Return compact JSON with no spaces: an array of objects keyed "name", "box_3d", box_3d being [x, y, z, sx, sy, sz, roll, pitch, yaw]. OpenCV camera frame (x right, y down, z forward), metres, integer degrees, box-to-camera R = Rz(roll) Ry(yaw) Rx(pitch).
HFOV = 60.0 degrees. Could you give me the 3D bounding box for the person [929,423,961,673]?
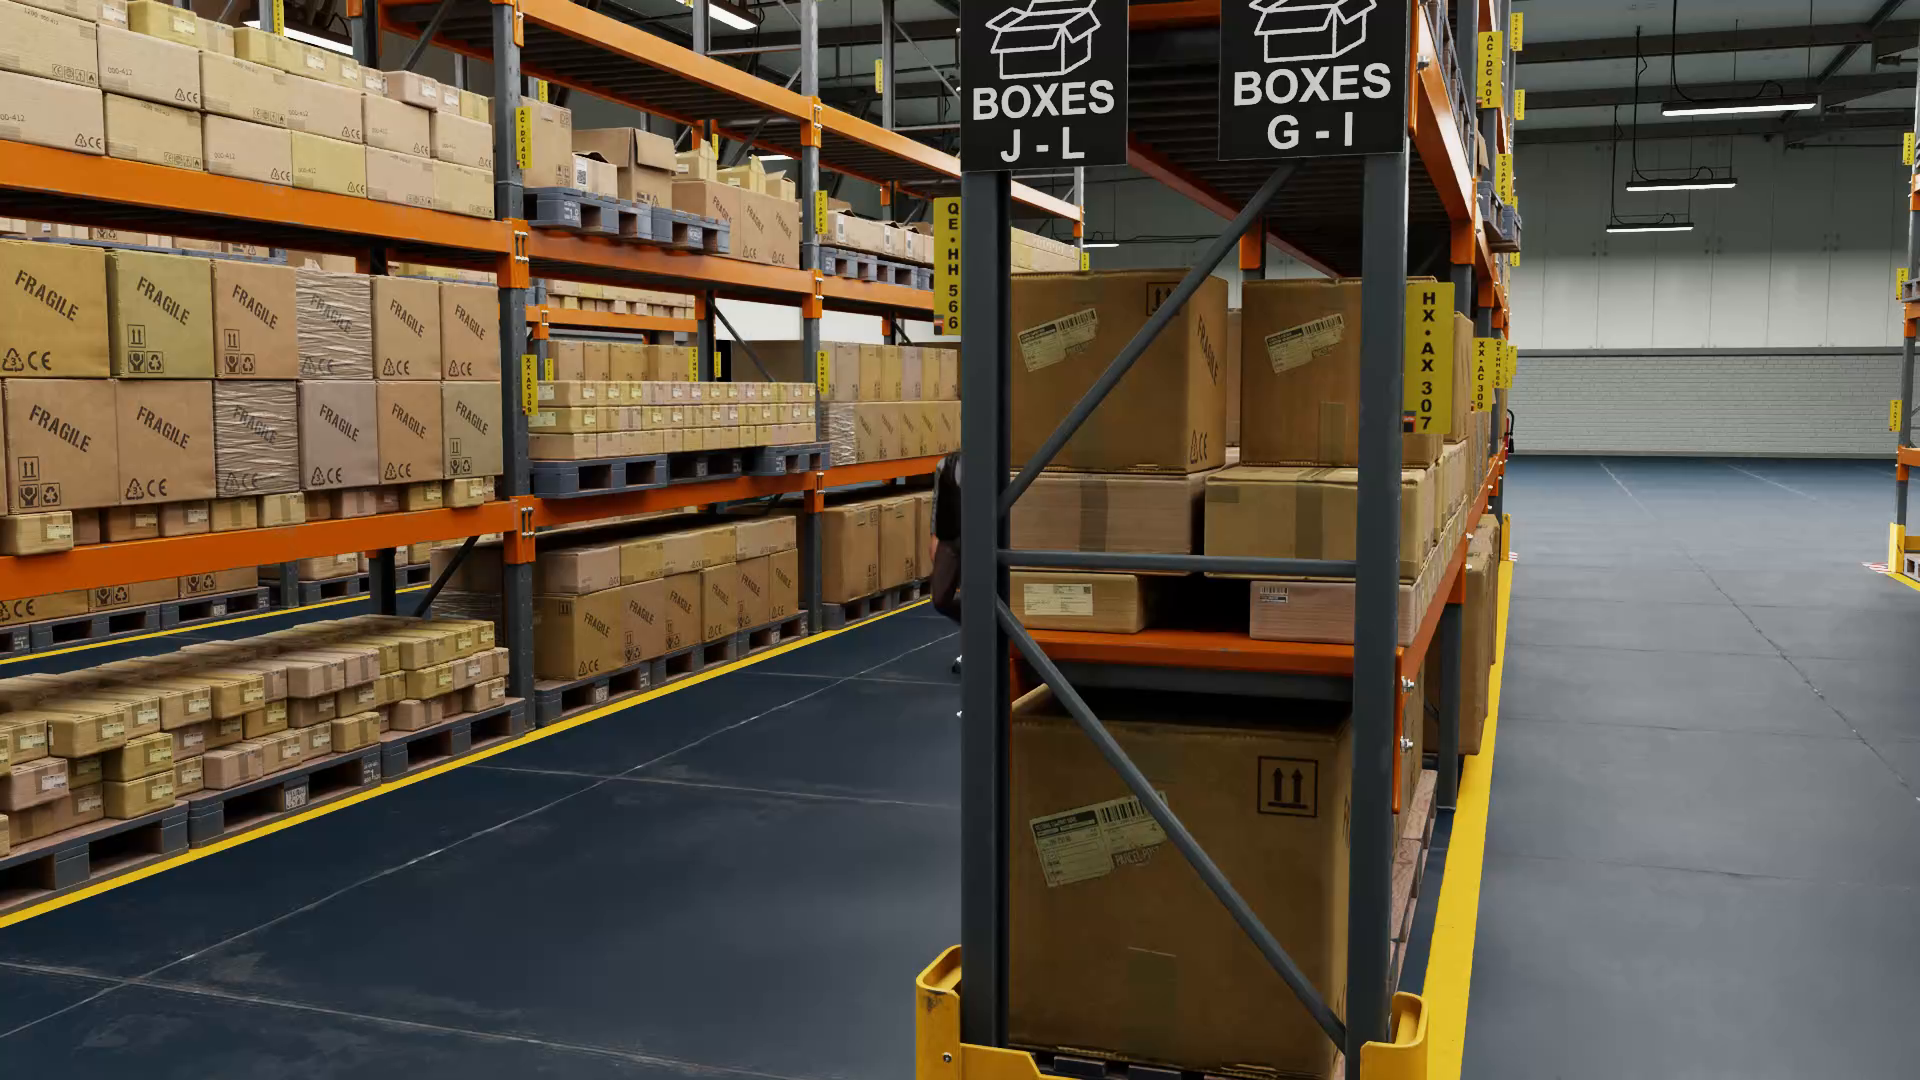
[{"name":"person","box_3d":[0.064,0.017,11.213,0.539,1.702,0.706,2,6,24]}]
